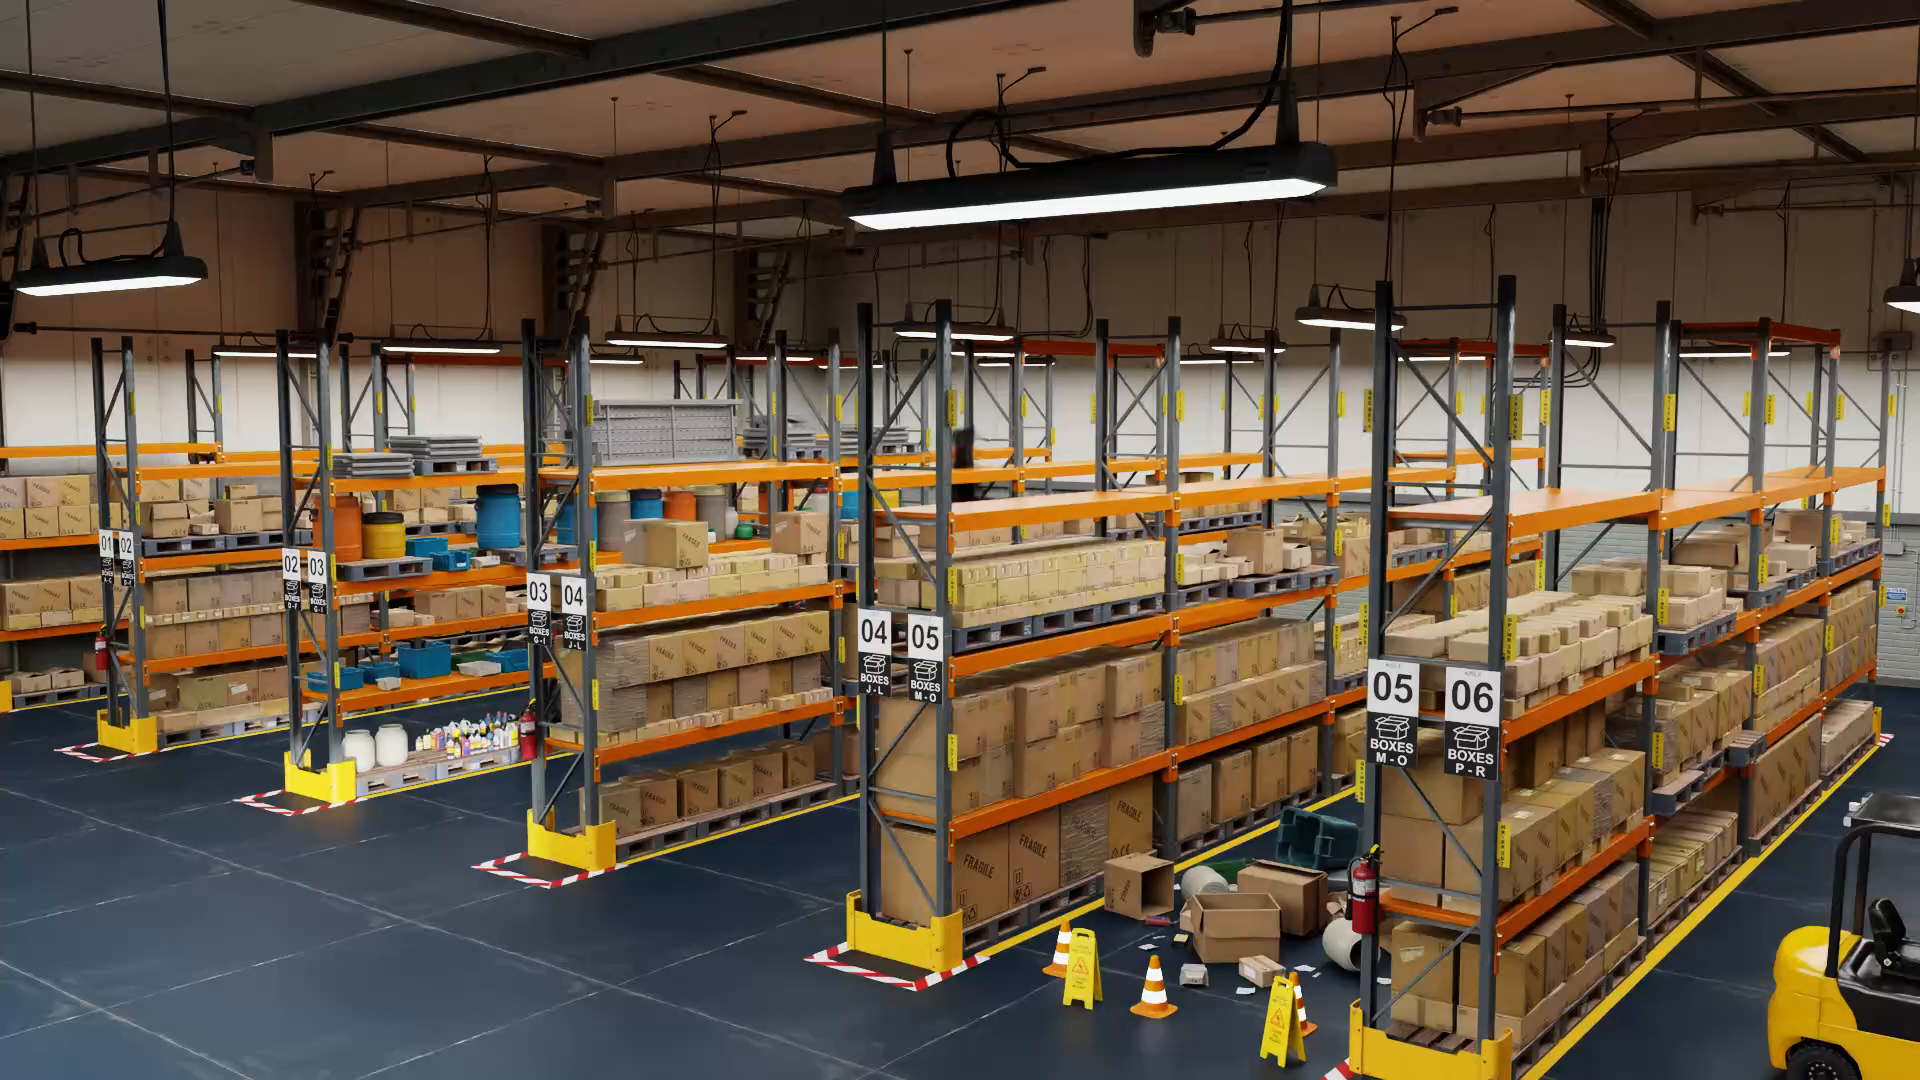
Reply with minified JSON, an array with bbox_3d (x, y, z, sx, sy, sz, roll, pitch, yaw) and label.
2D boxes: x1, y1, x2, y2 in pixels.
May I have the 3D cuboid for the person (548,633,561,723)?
[{"bbox_3d":[-6.332,2.074,26.227,0.698,1.643,0.904,2,5,20],"label":"person"}]
